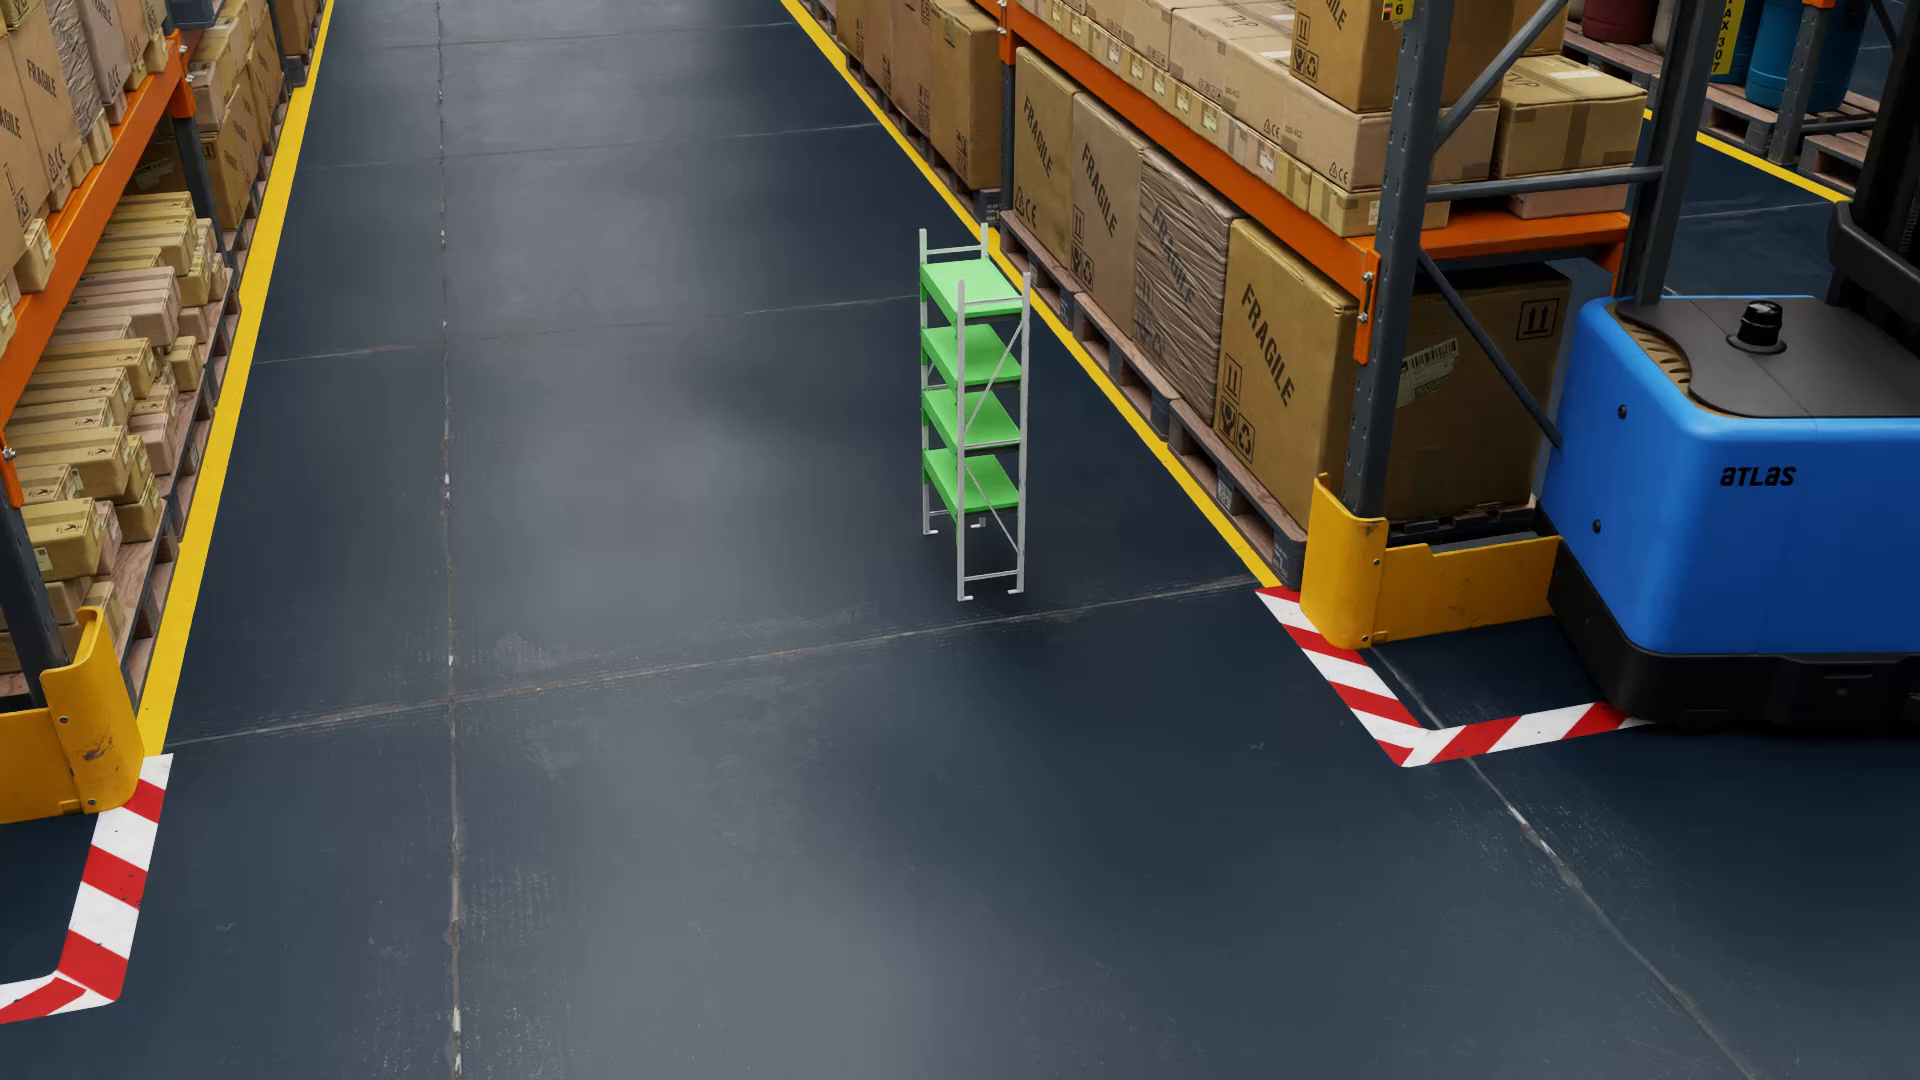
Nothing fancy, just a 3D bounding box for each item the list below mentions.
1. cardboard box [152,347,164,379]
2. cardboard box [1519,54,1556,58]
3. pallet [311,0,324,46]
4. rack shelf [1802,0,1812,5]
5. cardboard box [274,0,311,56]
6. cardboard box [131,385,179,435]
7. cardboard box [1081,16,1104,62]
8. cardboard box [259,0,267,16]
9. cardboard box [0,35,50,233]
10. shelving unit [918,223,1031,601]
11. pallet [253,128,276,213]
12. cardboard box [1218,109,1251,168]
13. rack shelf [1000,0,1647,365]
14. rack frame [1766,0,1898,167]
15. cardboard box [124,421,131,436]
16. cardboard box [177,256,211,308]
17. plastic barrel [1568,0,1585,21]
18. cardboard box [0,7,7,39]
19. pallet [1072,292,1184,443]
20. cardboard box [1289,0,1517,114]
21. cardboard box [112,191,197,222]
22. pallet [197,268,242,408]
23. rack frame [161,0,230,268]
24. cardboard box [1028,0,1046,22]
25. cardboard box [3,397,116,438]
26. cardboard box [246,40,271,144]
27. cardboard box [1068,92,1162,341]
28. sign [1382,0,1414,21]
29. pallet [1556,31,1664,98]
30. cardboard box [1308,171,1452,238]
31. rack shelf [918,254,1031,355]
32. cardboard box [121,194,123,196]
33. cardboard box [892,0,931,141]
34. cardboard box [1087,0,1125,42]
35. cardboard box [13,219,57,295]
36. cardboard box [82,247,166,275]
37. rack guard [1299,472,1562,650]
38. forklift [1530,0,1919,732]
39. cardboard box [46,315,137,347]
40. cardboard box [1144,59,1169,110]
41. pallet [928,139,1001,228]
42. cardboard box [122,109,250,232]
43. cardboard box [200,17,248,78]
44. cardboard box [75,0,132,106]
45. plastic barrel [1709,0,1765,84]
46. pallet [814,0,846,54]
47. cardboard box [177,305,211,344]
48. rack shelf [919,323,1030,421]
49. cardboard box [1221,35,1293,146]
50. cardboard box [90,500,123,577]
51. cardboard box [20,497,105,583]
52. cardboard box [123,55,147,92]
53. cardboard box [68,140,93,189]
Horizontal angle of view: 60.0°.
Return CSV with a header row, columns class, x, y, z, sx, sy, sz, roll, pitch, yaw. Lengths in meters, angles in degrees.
class,x,y,z,sx,sy,sz,roll,pitch,yaw
cardboard box,-3.418,-0.737,6.658,0.380,0.149,0.250,-9,31,-16
cardboard box,1.769,-1.673,5.999,0.500,0.250,0.500,-8,31,-14
pallet,-5.609,-4.117,13.152,1.003,0.211,1.213,-8,31,-13
rack shelf,4.963,-4.337,11.466,1.077,0.370,4.000,-8,31,-13
cardboard box,-5.227,-3.859,11.749,1.050,0.750,0.750,-8,31,-14
cardboard box,-3.282,-0.470,6.494,0.380,0.149,0.250,-8,31,-13
cardboard box,0.757,-2.223,7.347,0.380,0.149,0.250,-8,31,-14
cardboard box,-4.717,-3.474,10.584,0.500,0.250,0.500,-9,31,-14
cardboard box,-3.048,-1.161,4.866,0.500,0.500,0.500,-8,31,-13
shelving unit,0.044,-0.439,5.811,0.258,1.200,0.503,-8,31,-13
pallet,-4.625,-2.172,9.792,1.003,0.211,1.213,-8,31,-13
cardboard box,1.167,-1.479,6.062,0.380,0.149,0.250,-7,31,-12
rack shelf,1.250,-1.746,6.990,1.077,0.370,4.000,-8,31,-13
rack frame,5.494,-3.682,9.617,1.000,3.000,0.127,-8,31,-13
cardboard box,-3.214,-0.345,5.981,0.380,0.149,0.250,-9,31,-16
cardboard box,-3.528,-1.123,7.326,0.380,0.149,0.250,-9,31,-15
plastic barrel,4.815,-4.224,12.618,0.421,0.512,0.421,0,30,0
cardboard box,-3.032,-1.581,4.591,0.500,0.500,0.500,-7,31,-12
pallet,1.173,-0.848,7.505,1.003,0.211,1.213,-8,31,-13
cardboard box,1.398,-1.680,5.263,0.500,0.500,0.500,-7,31,-13
cardboard box,-3.745,-1.481,7.647,0.380,0.149,0.250,-7,31,-12
pallet,-3.878,-0.886,7.570,1.003,0.211,1.213,-8,31,-13
rack frame,-4.090,-2.413,7.424,1.000,3.000,0.127,-8,31,-13
cardboard box,0.546,-2.601,8.000,0.380,0.149,0.250,-9,31,-15
cardboard box,-3.118,-0.349,5.691,0.380,0.149,0.250,-9,31,-16
cardboard box,-4.435,-2.657,9.922,0.500,0.500,0.500,-9,31,-16
cardboard box,1.056,-1.521,7.586,0.875,0.875,0.875,-8,31,-13
sign,1.254,-1.630,4.679,0.100,0.325,0.005,-8,31,-13
pallet,5.002,-3.444,11.989,1.003,0.211,1.213,-8,31,-13
cardboard box,1.369,-1.111,5.426,0.380,0.149,0.250,-7,31,-12
rack shelf,0.044,-0.799,5.603,0.258,0.148,0.480,-8,31,-13
cardboard box,-4.529,-1.837,8.505,0.500,0.500,0.500,-8,31,-14
cardboard box,0.292,-3.023,10.181,1.225,0.875,0.875,-9,31,-15
cardboard box,0.861,-2.335,7.143,0.500,0.250,0.500,-7,31,-12
cardboard box,-2.926,-0.827,4.934,0.380,0.149,0.250,-9,31,-15
cardboard box,-3.572,-1.108,7.002,0.380,0.149,0.250,-7,31,-12
rack guard,1.787,0.002,5.747,1.175,0.500,0.348,-8,31,-13
forklift,3.546,-0.920,4.914,3.031,2.935,1.130,0,30,-1
cardboard box,-3.367,-0.726,6.343,0.380,0.149,0.250,-8,31,-13
cardboard box,0.963,-1.849,6.701,0.380,0.149,0.250,-7,31,-12
pallet,0.441,-2.179,9.804,1.003,0.211,1.213,-8,31,-13
cardboard box,-4.030,-1.905,8.623,0.500,0.500,0.500,-7,31,-11
cardboard box,-4.306,-2.733,9.305,0.500,0.250,0.500,-7,31,-11
cardboard box,-3.422,-1.897,6.137,0.500,0.500,0.500,-8,31,-14
plastic barrel,5.178,-3.563,11.086,0.600,0.901,0.708,-8,31,-13
pallet,-0.549,-4.126,13.168,1.003,0.211,1.213,-8,31,-13
cardboard box,-3.537,-0.961,7.342,0.380,0.149,0.250,-9,31,-15
rack shelf,0.044,-0.592,5.723,0.258,0.148,0.480,-8,31,-13
cardboard box,1.262,-1.599,5.871,0.500,0.250,0.500,-8,31,-14
cardboard box,-2.938,0.016,5.358,0.380,0.149,0.250,-8,31,-14
cardboard box,-2.840,0.016,5.061,0.380,0.149,0.250,-9,31,-16
cardboard box,-3.602,-1.950,6.876,0.380,0.149,0.250,-7,31,-11
cardboard box,-3.261,-1.319,5.785,0.380,0.149,0.250,-7,31,-11
